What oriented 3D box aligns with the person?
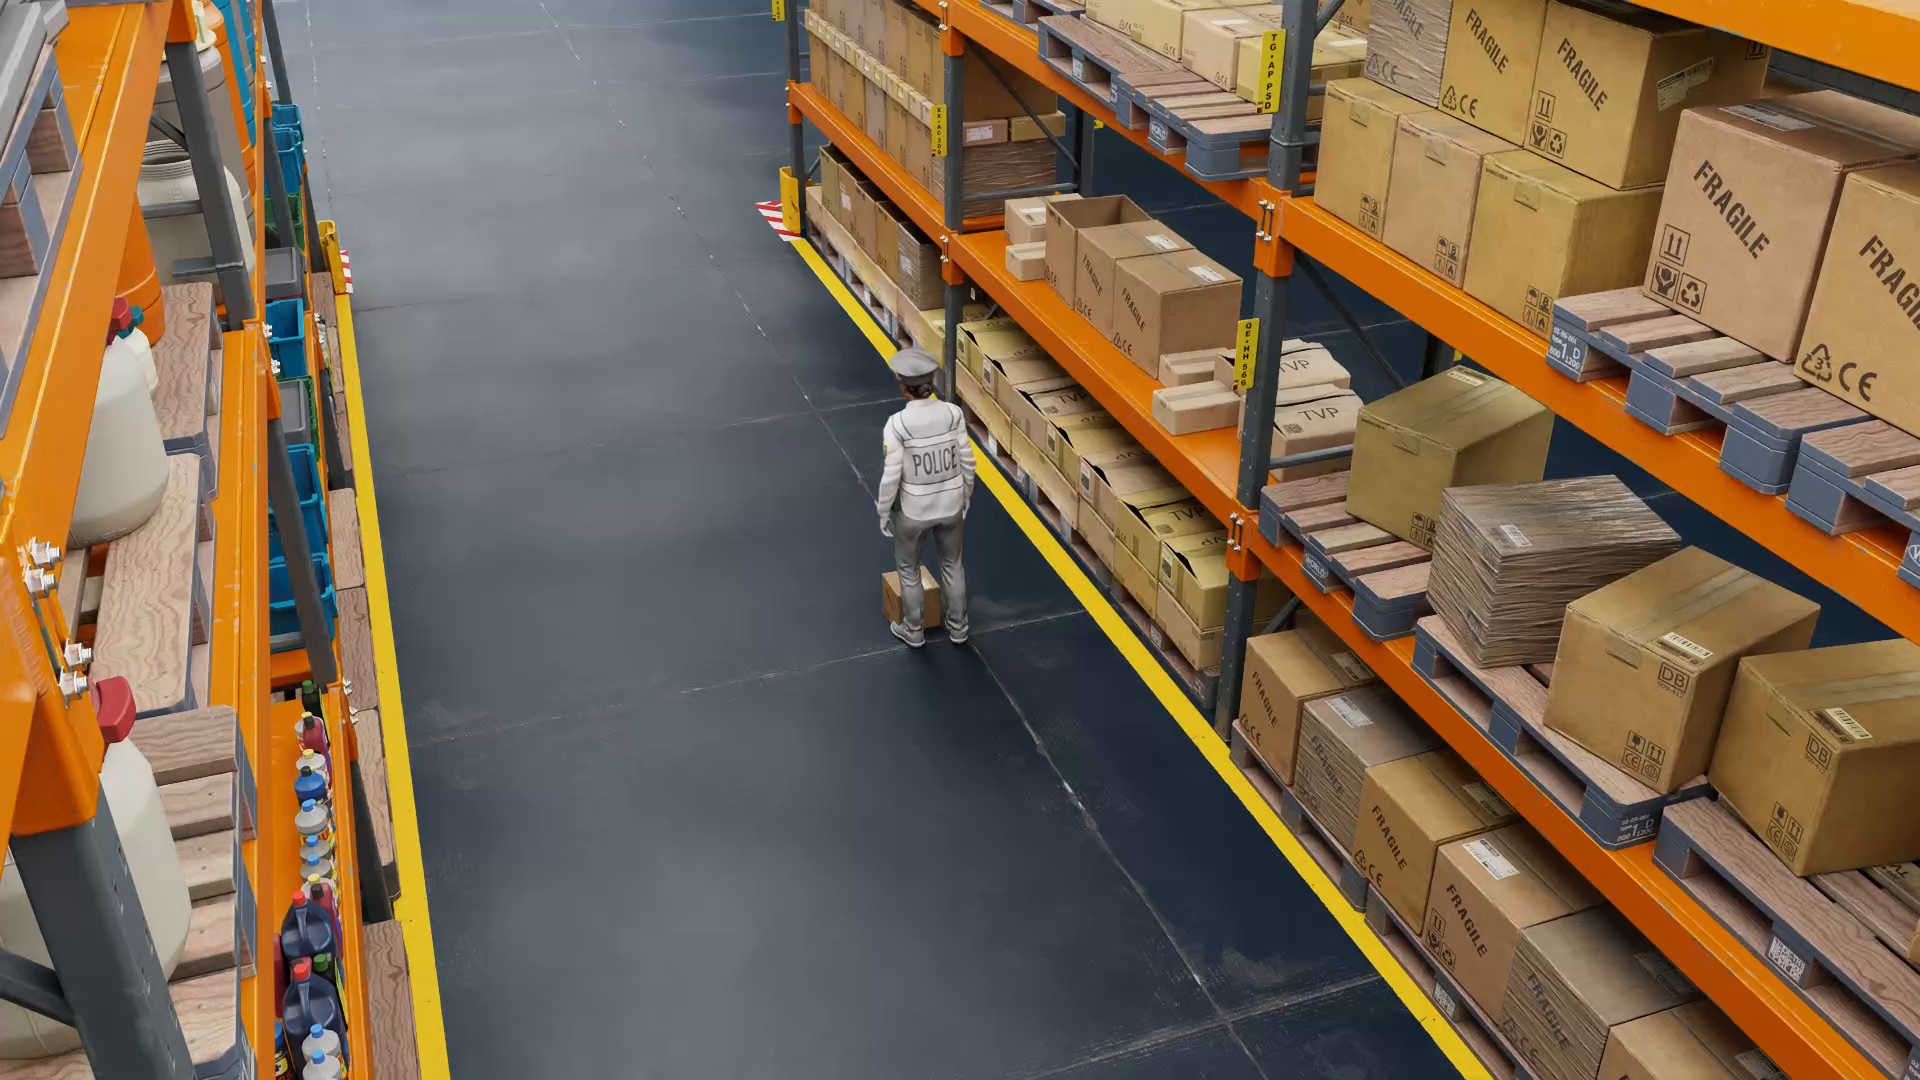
[{"bbox_3d":[-0.185,-0.177,8.643,0.532,1.661,0.418,-12,32,-20],"label":"person"}]
